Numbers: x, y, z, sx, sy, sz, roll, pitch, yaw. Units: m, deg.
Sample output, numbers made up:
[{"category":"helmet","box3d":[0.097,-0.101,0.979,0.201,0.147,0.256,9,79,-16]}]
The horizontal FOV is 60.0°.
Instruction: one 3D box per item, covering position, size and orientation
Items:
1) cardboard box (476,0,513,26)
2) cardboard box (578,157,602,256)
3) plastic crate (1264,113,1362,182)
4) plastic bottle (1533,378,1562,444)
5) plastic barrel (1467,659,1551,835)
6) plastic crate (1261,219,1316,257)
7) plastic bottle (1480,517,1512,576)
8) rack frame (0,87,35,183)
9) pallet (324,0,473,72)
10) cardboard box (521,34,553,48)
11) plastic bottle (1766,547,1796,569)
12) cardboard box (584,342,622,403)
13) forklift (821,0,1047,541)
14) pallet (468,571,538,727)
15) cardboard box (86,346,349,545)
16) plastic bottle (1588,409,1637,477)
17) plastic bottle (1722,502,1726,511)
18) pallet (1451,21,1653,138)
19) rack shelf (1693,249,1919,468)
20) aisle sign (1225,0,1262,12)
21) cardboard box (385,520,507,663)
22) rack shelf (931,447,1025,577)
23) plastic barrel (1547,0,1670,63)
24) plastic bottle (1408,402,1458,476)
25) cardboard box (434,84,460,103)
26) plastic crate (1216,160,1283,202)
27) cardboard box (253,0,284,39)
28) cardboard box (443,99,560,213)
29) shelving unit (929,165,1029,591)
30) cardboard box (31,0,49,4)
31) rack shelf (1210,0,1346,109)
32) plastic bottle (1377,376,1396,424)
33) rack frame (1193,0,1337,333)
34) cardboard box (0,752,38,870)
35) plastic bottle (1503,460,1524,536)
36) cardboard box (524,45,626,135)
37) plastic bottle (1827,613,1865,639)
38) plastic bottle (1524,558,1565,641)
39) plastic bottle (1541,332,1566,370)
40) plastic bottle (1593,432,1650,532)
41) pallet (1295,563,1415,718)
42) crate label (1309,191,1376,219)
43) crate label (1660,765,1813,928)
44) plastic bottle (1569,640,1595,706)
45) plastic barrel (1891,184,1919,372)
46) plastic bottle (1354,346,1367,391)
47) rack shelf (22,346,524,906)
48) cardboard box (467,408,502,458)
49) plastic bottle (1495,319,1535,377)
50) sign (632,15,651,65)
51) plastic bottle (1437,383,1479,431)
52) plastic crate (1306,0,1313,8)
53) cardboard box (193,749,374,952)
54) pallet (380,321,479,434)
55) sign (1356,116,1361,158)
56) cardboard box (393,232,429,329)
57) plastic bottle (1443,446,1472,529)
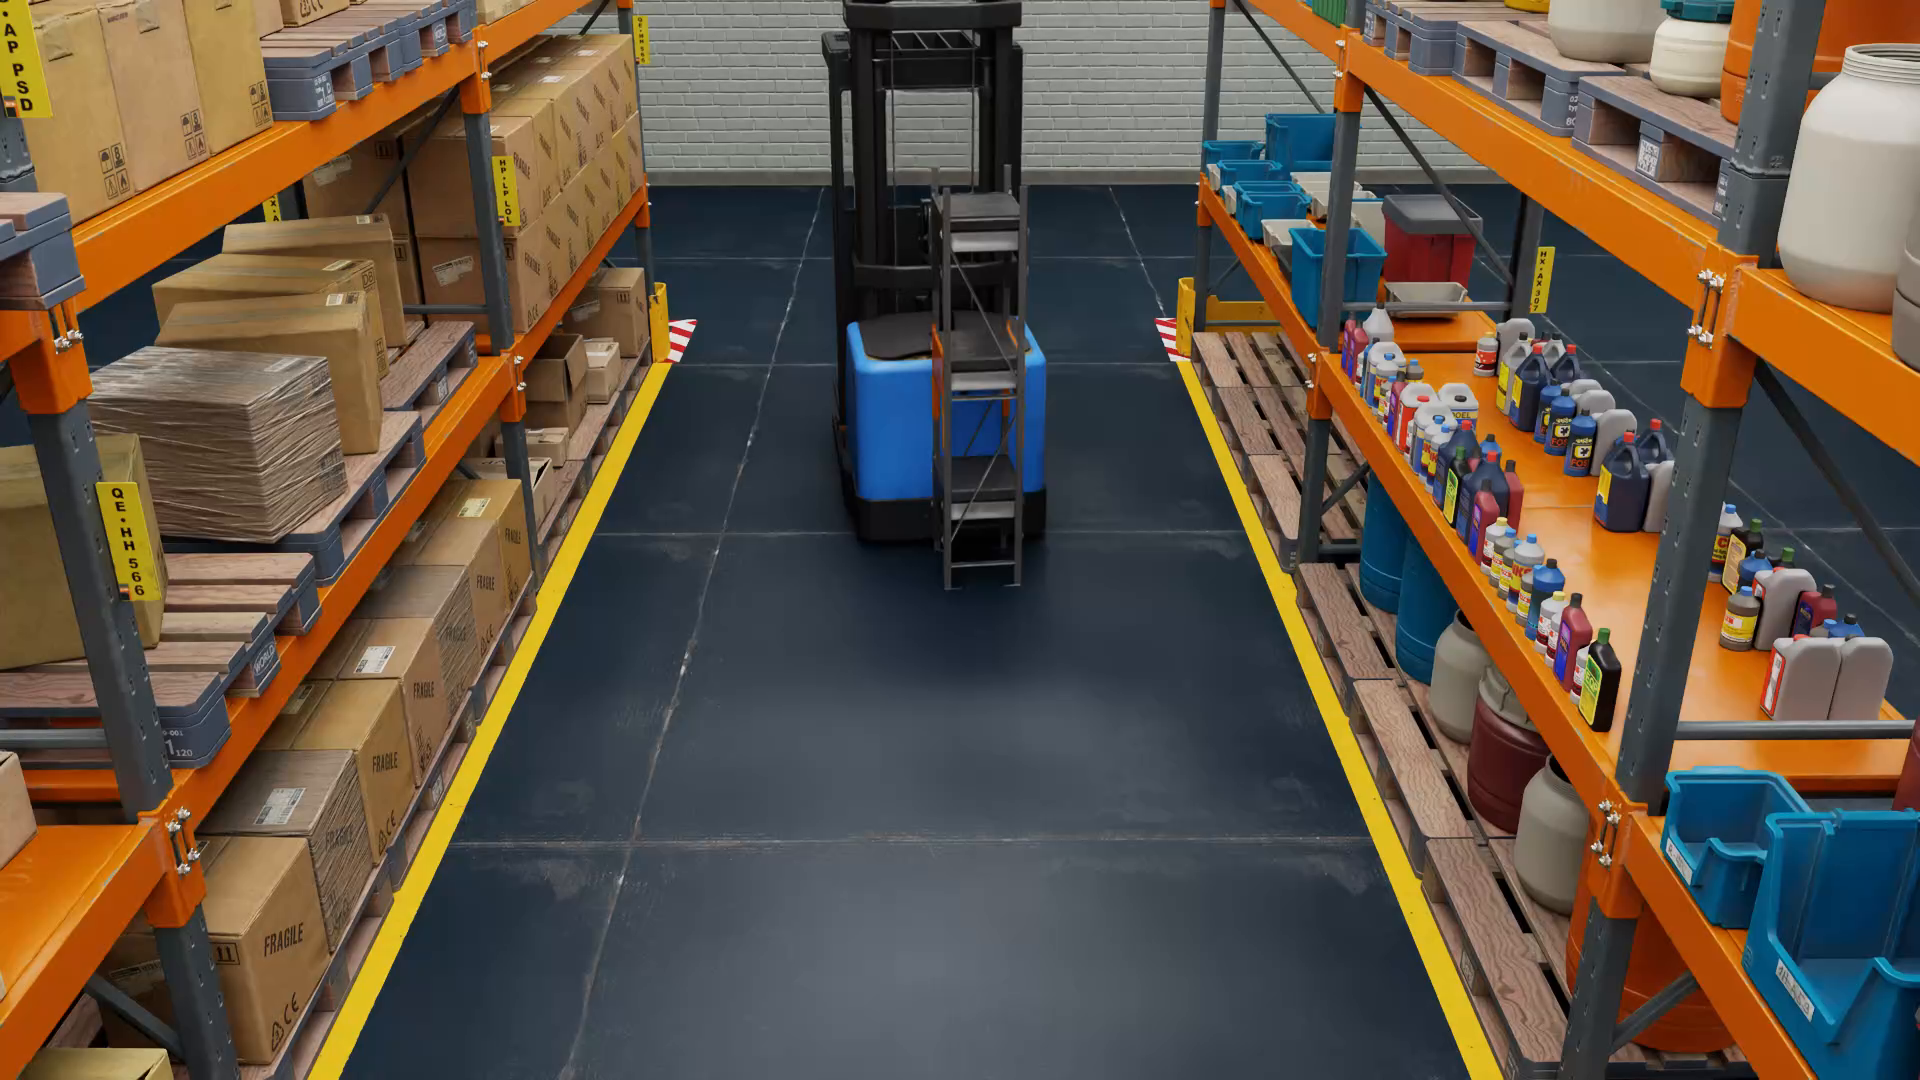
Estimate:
[{"category":"cardboard box","box3d":[-2.450,-2.610,7.924,0.500,0.250,0.500,0,24,-1]},{"category":"cardboard box","box3d":[-2.445,-1.994,9.897,0.500,0.500,0.500,-1,24,-1]},{"category":"plastic crate","box3d":[2.407,-2.686,11.433,0.616,0.435,0.499,0,24,-1]},{"category":"plastic bottle","box3d":[2.473,-0.545,6.971,0.097,0.271,0.097,0,24,0]},{"category":"plastic barrel","box3d":[2.270,0.758,6.352,0.600,0.588,0.708,0,24,-1]},{"category":"plastic crate","box3d":[1.941,-1.755,9.737,0.293,0.136,0.466,0,24,-1]},{"category":"plastic bottle","box3d":[1.880,0.019,5.808,0.097,0.201,0.097,0,24,0]},{"category":"rack frame","box3d":[-2.649,-2.196,3.185,1.000,3.000,0.127,0,24,-1]},{"category":"pallet","box3d":[-2.756,-2.123,6.891,1.213,0.211,1.003,0,24,-1]},{"category":"cardboard box","box3d":[-2.995,-3.076,11.076,0.500,0.500,0.500,0,24,1]},{"category":"plastic bottle","box3d":[2.662,0.144,5.432,0.061,0.283,0.133,0,24,-1]},{"category":"cardboard box","box3d":[-2.503,-1.092,10.827,0.500,0.250,0.500,0,24,-1]},{"category":"forklift","box3d":[-0.224,-1.904,9.903,1.130,2.935,3.031,-3,25,-7]},{"category":"pallet","box3d":[-2.646,0.495,7.899,1.003,0.211,1.213,0,24,-1]},{"category":"cardboard box","box3d":[-2.587,-0.336,5.722,0.700,0.500,0.500,4,25,9]},{"category":"plastic bottle","box3d":[2.602,-0.404,6.655,0.152,0.276,0.135,0,24,-1]},{"category":"plastic bottle","box3d":[2.639,-0.033,5.839,0.097,0.271,0.097,0,24,0]},{"category":"pallet","box3d":[2.382,-1.622,5.785,1.003,0.211,1.213,0,24,-1]},{"category":"rack shelf","box3d":[2.326,0.302,2.175,1.077,0.370,4.000,0,24,-1]},{"category":"aisle sign","box3d":[1.919,-3.992,11.282,0.394,0.787,0.004,0,24,-1]},{"category":"cardboard box","box3d":[-2.403,0.234,7.593,0.500,0.500,0.500,0,24,0]},{"category":"rack shelf","box3d":[0.088,-0.152,8.770,0.431,0.518,0.480,-3,25,-7]},{"category":"plastic barrel","box3d":[2.134,-1.833,5.348,0.433,0.535,0.433,0,24,0]},{"category":"plastic bottle","box3d":[1.897,-0.405,6.656,0.152,0.276,0.135,0,24,-1]},{"category":"cardboard box","box3d":[-2.970,-2.238,9.223,0.500,0.500,0.500,0,24,0]},{"category":"plastic crate","box3d":[1.898,-2.356,10.950,0.416,0.233,0.300,0,24,-1]},{"category":"cardboard box","box3d":[-2.743,-2.002,5.645,0.600,0.600,0.600,-1,24,-3]},{"category":"cardboard box","box3d":[-2.422,-2.020,8.741,0.500,0.500,0.500,-1,24,-2]},{"category":"shelving unit","box3d":[0.088,-0.802,8.476,0.431,2.100,0.503,-3,25,-7]},{"category":"cardboard box","box3d":[-2.653,-1.720,4.438,0.500,0.500,0.500,0,24,-1]},{"category":"rack shelf","box3d":[2.239,-2.994,9.463,1.077,0.370,4.000,0,24,-1]},{"category":"plastic bottle","box3d":[1.864,-0.609,7.199,0.097,0.201,0.097,0,24,0]},{"category":"rack frame","box3d":[2.217,-2.779,11.756,1.000,3.000,0.127,0,24,-1]},{"category":"cardboard box","box3d":[-2.689,0.728,4.108,0.500,0.311,0.500,1,24,3]},{"category":"plastic bottle","box3d":[2.003,-0.142,6.066,0.061,0.283,0.133,0,24,-1]},{"category":"cardboard box","box3d":[-2.450,-2.870,10.620,0.500,0.500,0.500,0,24,1]},{"category":"plastic bottle","box3d":[2.649,0.348,4.997,0.097,0.271,0.097,0,24,0]},{"category":"plastic bottle","box3d":[1.886,0.188,5.351,0.097,0.271,0.097,0,24,0]},{"category":"plastic bottle","box3d":[2.598,-0.731,7.287,0.144,0.351,0.185,0,24,-1]},{"category":"plastic bottle","box3d":[2.459,-0.221,6.159,0.144,0.351,0.185,0,24,-1]},{"category":"pallet","box3d":[2.227,0.457,7.982,1.003,0.211,1.213,0,24,-1]},{"category":"crate label","box3d":[2.423,-2.117,10.539,0.396,0.136,0.243,0,24,-1]},{"category":"crate label","box3d":[1.934,0.769,4.114,0.303,0.233,0.416,0,24,-1]},{"category":"plastic bottle","box3d":[1.890,0.395,4.977,0.097,0.201,0.097,0,24,0]},{"category":"plastic barrel","box3d":[2.096,-0.739,2.995,0.600,0.901,0.600,0,24,0]},{"category":"plastic bottle","box3d":[1.859,-0.785,7.587,0.097,0.201,0.097,0,24,0]},{"category":"rack shelf","box3d":[-2.671,0.041,6.391,1.077,0.370,4.000,0,24,-1]},{"category":"cardboard box","box3d":[-2.991,-0.628,9.728,0.500,0.311,0.500,0,24,-1]},{"category":"plastic bottle","box3d":[2.588,-0.914,7.781,0.152,0.276,0.135,0,24,-1]},{"category":"sign","box3d":[-2.181,-3.425,11.393,0.100,0.325,0.005,0,24,-1]},{"category":"plastic bottle","box3d":[2.047,-0.501,6.869,0.152,0.276,0.135,0,24,-1]},{"category":"plastic crate","box3d":[1.932,-2.795,8.354,0.416,0.233,0.300,0,24,-1]},{"category":"cardboard box","box3d":[-2.379,1.072,5.740,0.500,0.500,0.500,-1,24,-2]},{"category":"pallet","box3d":[-2.793,-0.693,7.376,1.003,0.211,1.213,0,24,-1]},{"category":"sign","box3d":[2.767,-2.863,11.742,0.100,0.325,0.005,0,24,-1]},{"category":"cardboard box","box3d":[-2.955,-1.361,8.498,0.500,0.500,0.500,0,24,0]},{"category":"plastic bottle","box3d":[1.857,-0.197,6.186,0.061,0.283,0.133,0,24,-1]}]
